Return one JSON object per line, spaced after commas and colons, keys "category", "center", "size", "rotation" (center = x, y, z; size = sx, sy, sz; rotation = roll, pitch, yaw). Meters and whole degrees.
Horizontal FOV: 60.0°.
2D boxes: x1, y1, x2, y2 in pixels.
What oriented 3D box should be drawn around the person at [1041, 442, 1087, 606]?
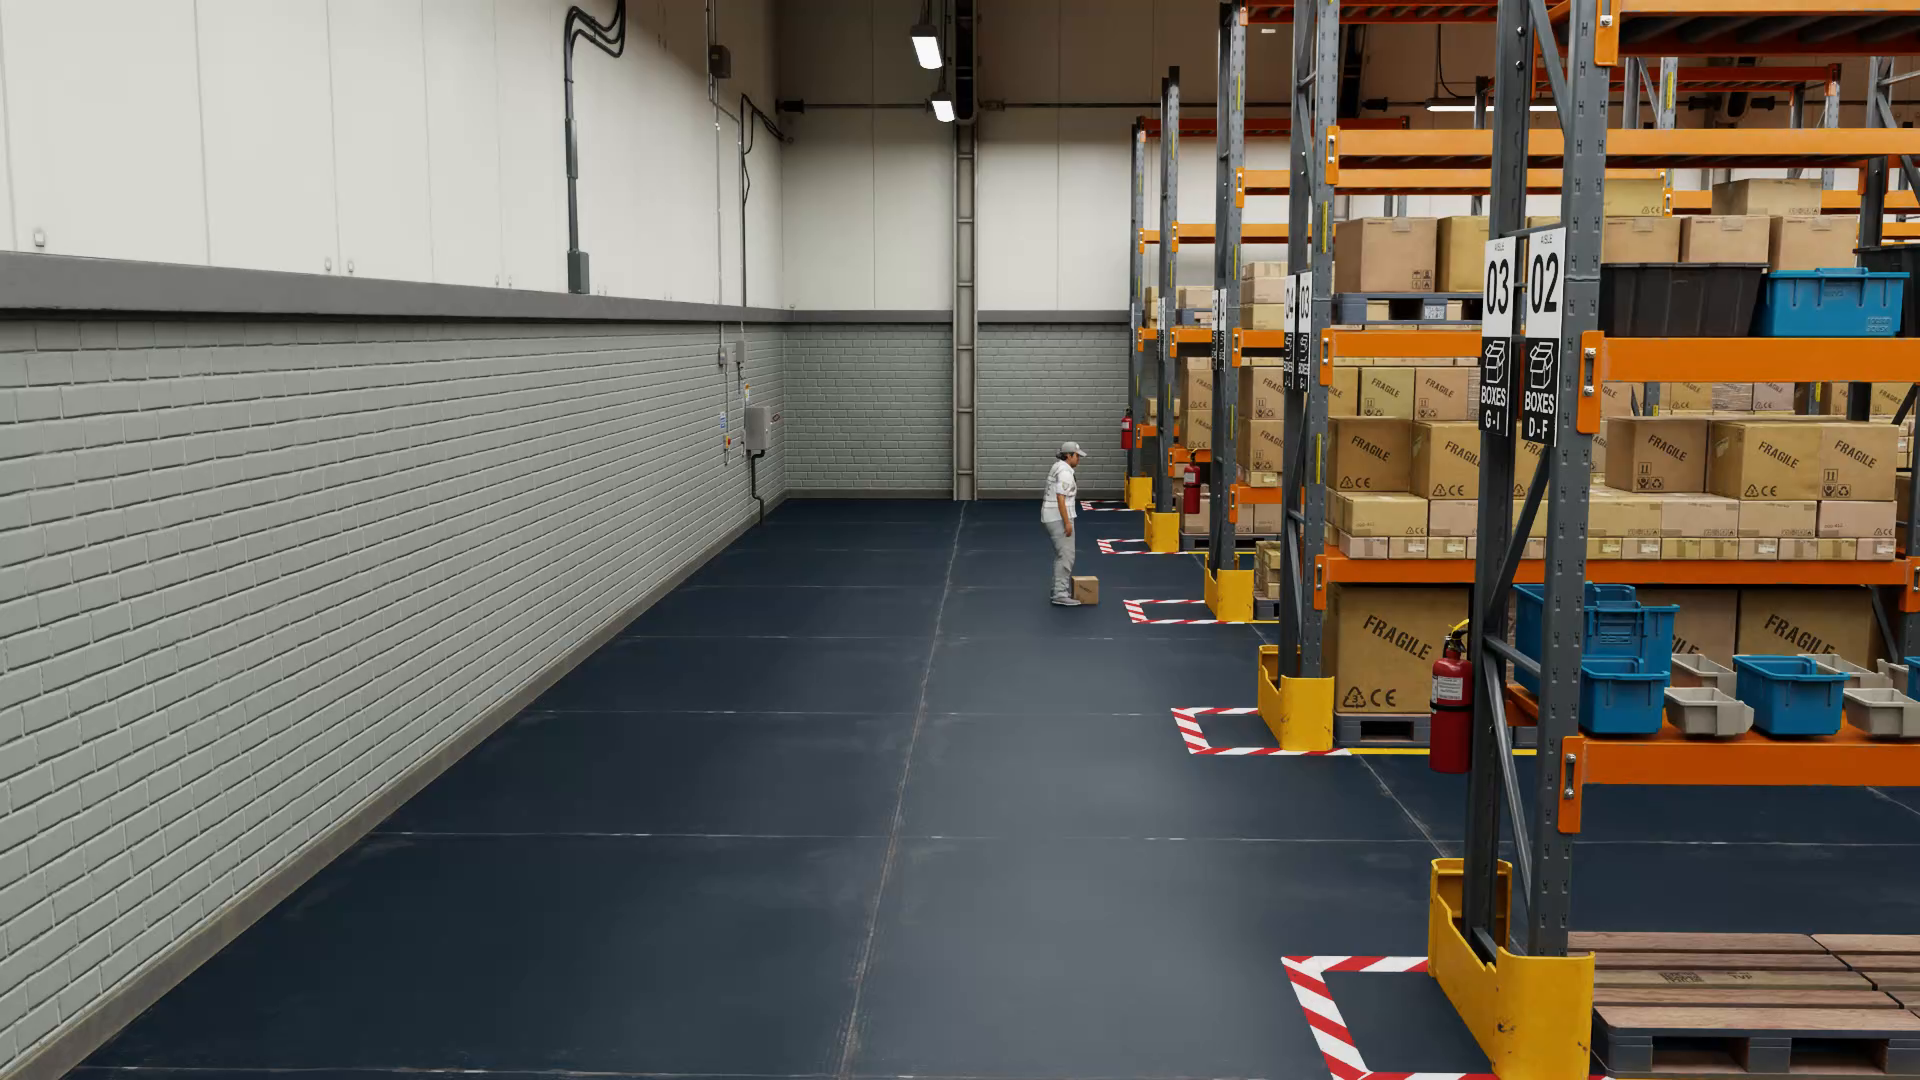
{"category": "person", "center": [1.077, -0.182, 17.165], "size": [0.469, 1.665, 0.560], "rotation": [0, 7, -2]}
